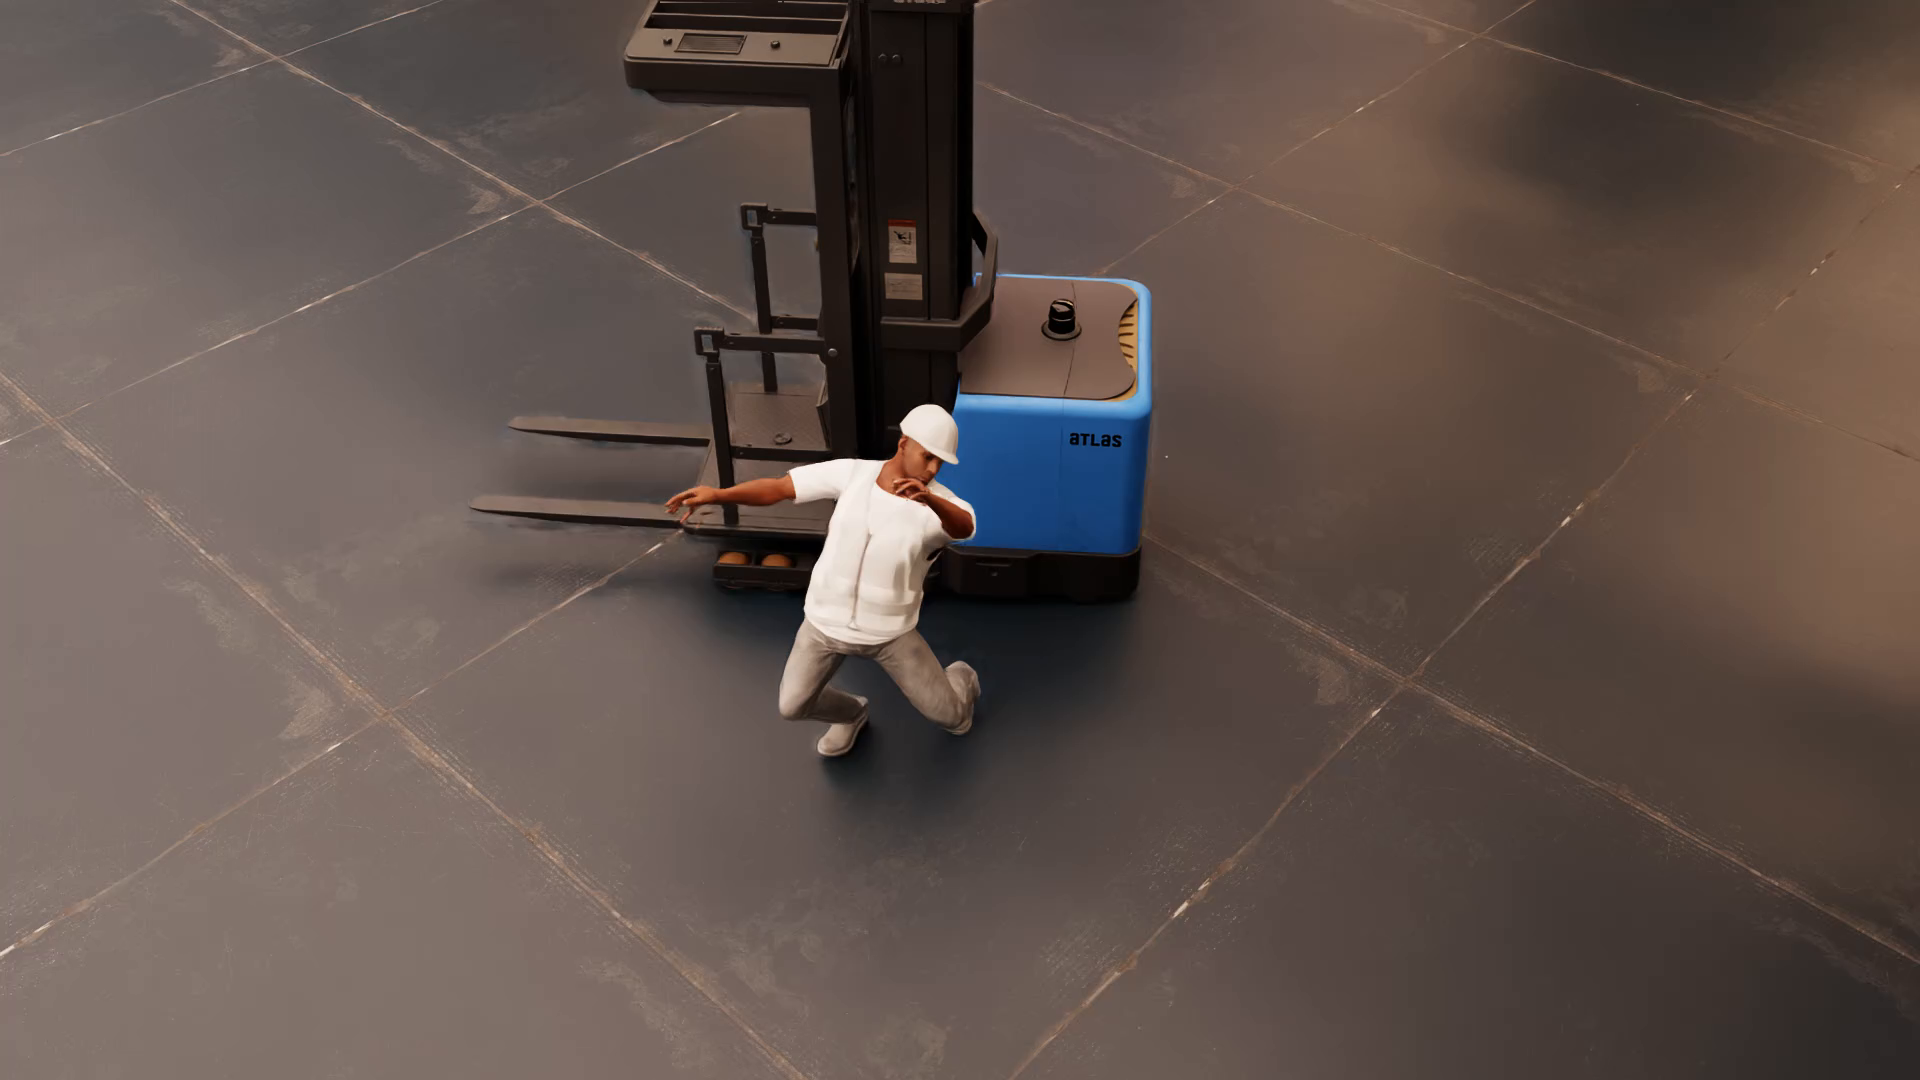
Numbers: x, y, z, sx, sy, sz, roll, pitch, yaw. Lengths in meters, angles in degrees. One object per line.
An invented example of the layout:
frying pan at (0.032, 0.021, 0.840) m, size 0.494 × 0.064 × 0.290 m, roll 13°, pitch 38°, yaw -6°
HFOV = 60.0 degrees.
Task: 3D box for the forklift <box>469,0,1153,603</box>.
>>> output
forklift at (-0.684, -1.224, 6.855) m, size 3.031 × 2.935 × 1.130 m, roll 3°, pitch 41°, yaw 4°

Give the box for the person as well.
person at (-0.472, 0.168, 6.228) m, size 1.094 × 1.575 × 0.707 m, roll 6°, pitch 41°, yaw 7°
